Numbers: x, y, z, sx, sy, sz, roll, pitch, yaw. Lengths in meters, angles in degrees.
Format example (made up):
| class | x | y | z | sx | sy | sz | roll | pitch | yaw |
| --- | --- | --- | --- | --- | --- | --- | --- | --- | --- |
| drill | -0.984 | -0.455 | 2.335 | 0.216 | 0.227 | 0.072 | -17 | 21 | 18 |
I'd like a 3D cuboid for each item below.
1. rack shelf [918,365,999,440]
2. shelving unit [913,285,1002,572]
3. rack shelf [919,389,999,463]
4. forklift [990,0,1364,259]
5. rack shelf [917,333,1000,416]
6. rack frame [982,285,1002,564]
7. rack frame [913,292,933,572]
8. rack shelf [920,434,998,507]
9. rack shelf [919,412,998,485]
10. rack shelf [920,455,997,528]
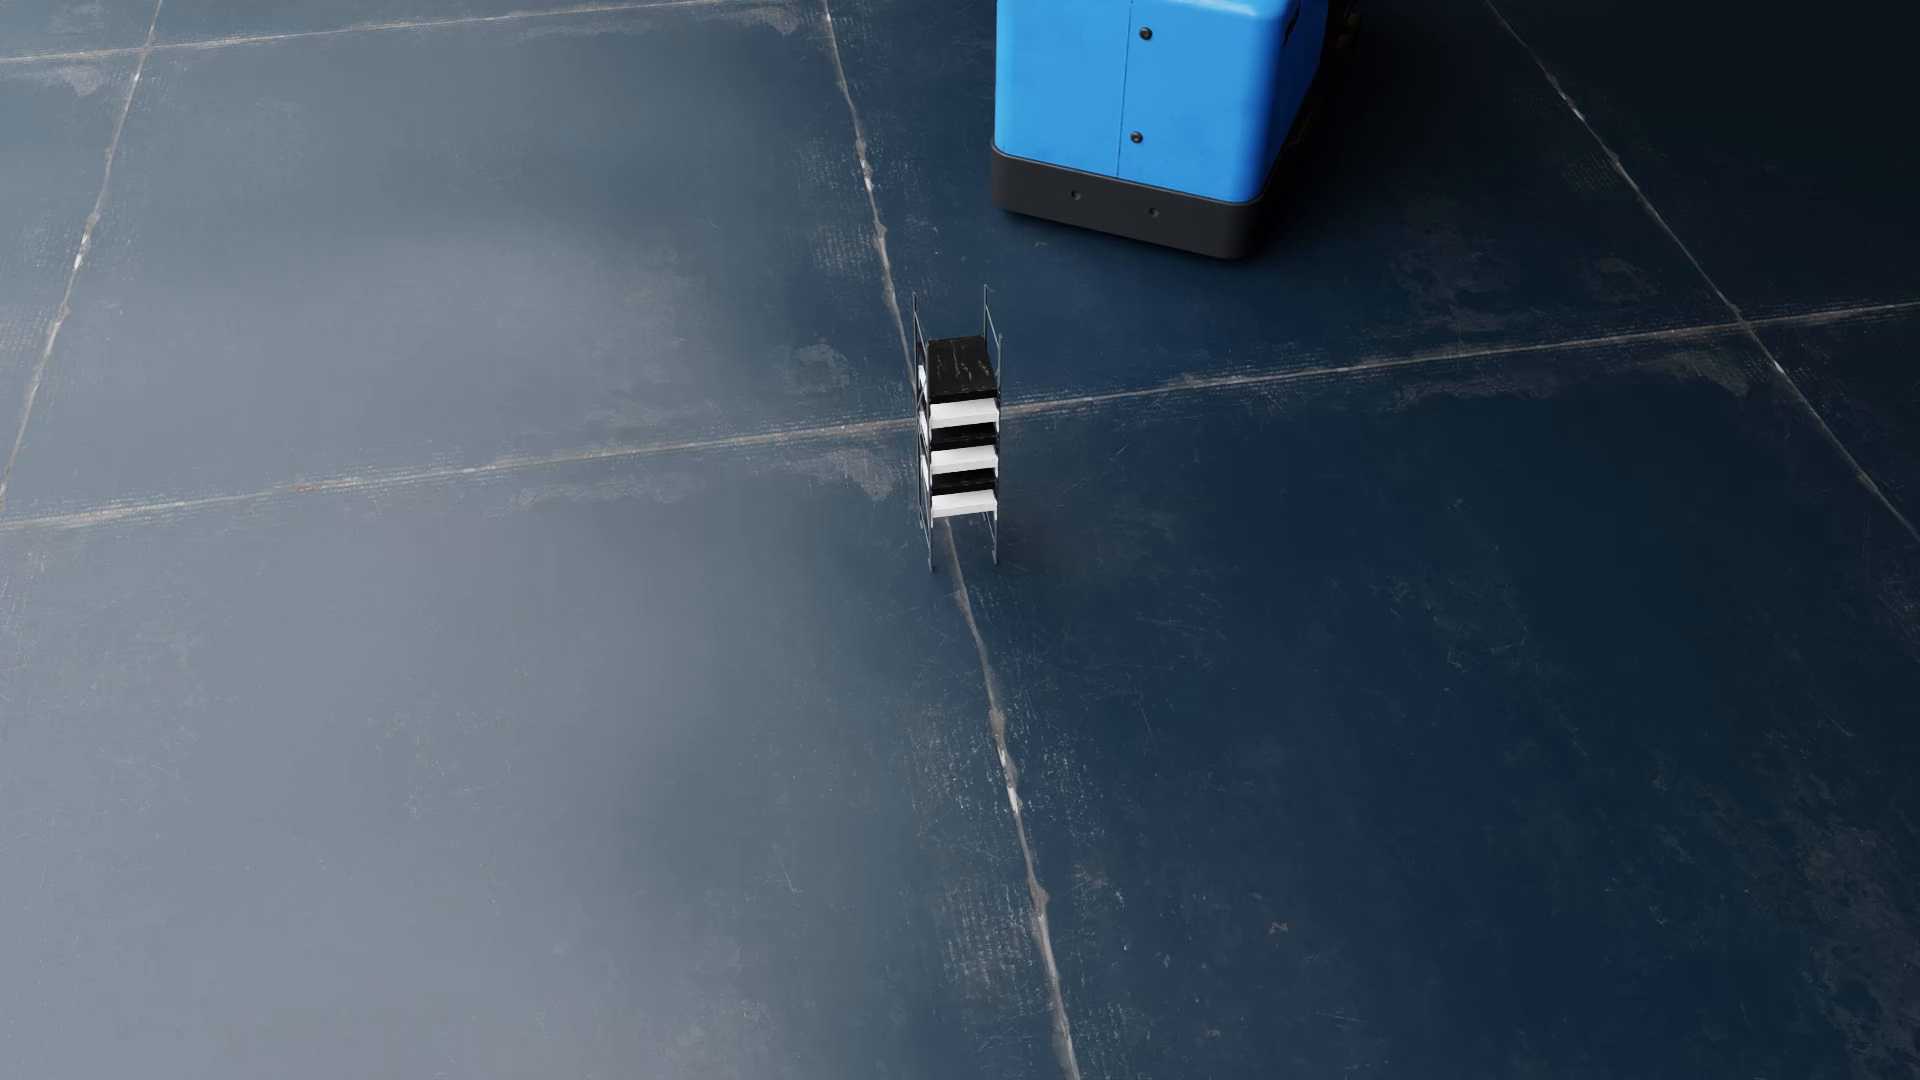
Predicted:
| class | x | y | z | sx | sy | sz | roll | pitch | yaw |
| --- | --- | --- | --- | --- | --- | --- | --- | --- | --- |
| rack shelf | -0.008 | -0.413 | 4.819 | 0.200 | 0.077 | 0.258 | -7 | 46 | -7 |
| shelving unit | -0.008 | -0.311 | 4.925 | 0.210 | 0.900 | 0.258 | -7 | 46 | -7 |
| rack shelf | -0.008 | -0.351 | 4.884 | 0.200 | 0.077 | 0.258 | -7 | 46 | -7 |
| forklift | 1.123 | -3.134 | 6.234 | 1.130 | 2.935 | 3.031 | 16 | 48 | 15 |
| rack shelf | -0.008 | -0.475 | 4.755 | 0.200 | 0.077 | 0.258 | -7 | 46 | -7 |
| rack frame | 0.092 | -0.324 | 4.937 | 0.006 | 0.900 | 0.240 | -7 | 46 | -7 |
| rack frame | -0.108 | -0.299 | 4.913 | 0.006 | 0.900 | 0.240 | -7 | 46 | -7 |
| rack shelf | -0.008 | -0.226 | 5.014 | 0.200 | 0.077 | 0.258 | -7 | 46 | -7 |
| rack shelf | -0.008 | -0.288 | 4.949 | 0.200 | 0.077 | 0.258 | -7 | 46 | -7 |
| rack shelf | -0.008 | -0.163 | 5.079 | 0.200 | 0.077 | 0.258 | -7 | 46 | -7 |
